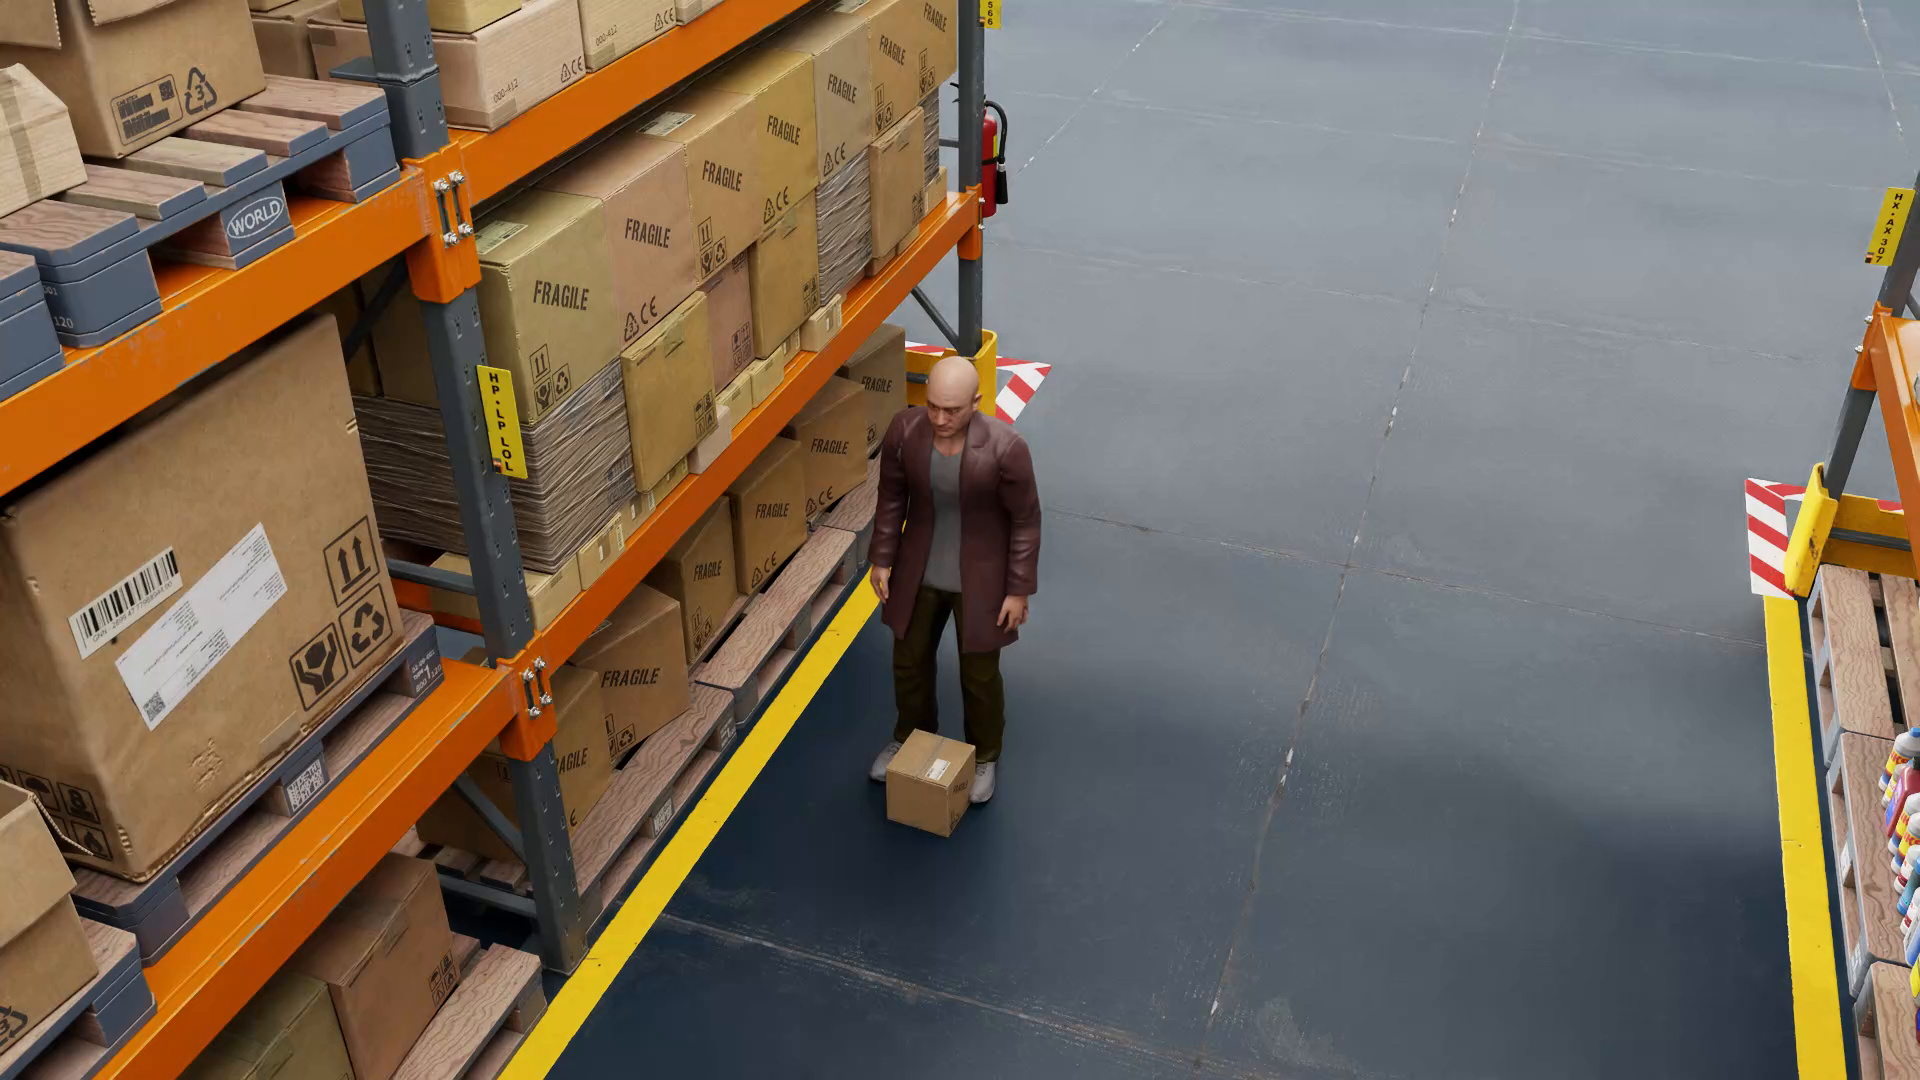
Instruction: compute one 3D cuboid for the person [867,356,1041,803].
[{"bbox_3d":[-0.027,0.131,5.949,0.644,1.774,0.425,12,35,18],"label":"person"}]
